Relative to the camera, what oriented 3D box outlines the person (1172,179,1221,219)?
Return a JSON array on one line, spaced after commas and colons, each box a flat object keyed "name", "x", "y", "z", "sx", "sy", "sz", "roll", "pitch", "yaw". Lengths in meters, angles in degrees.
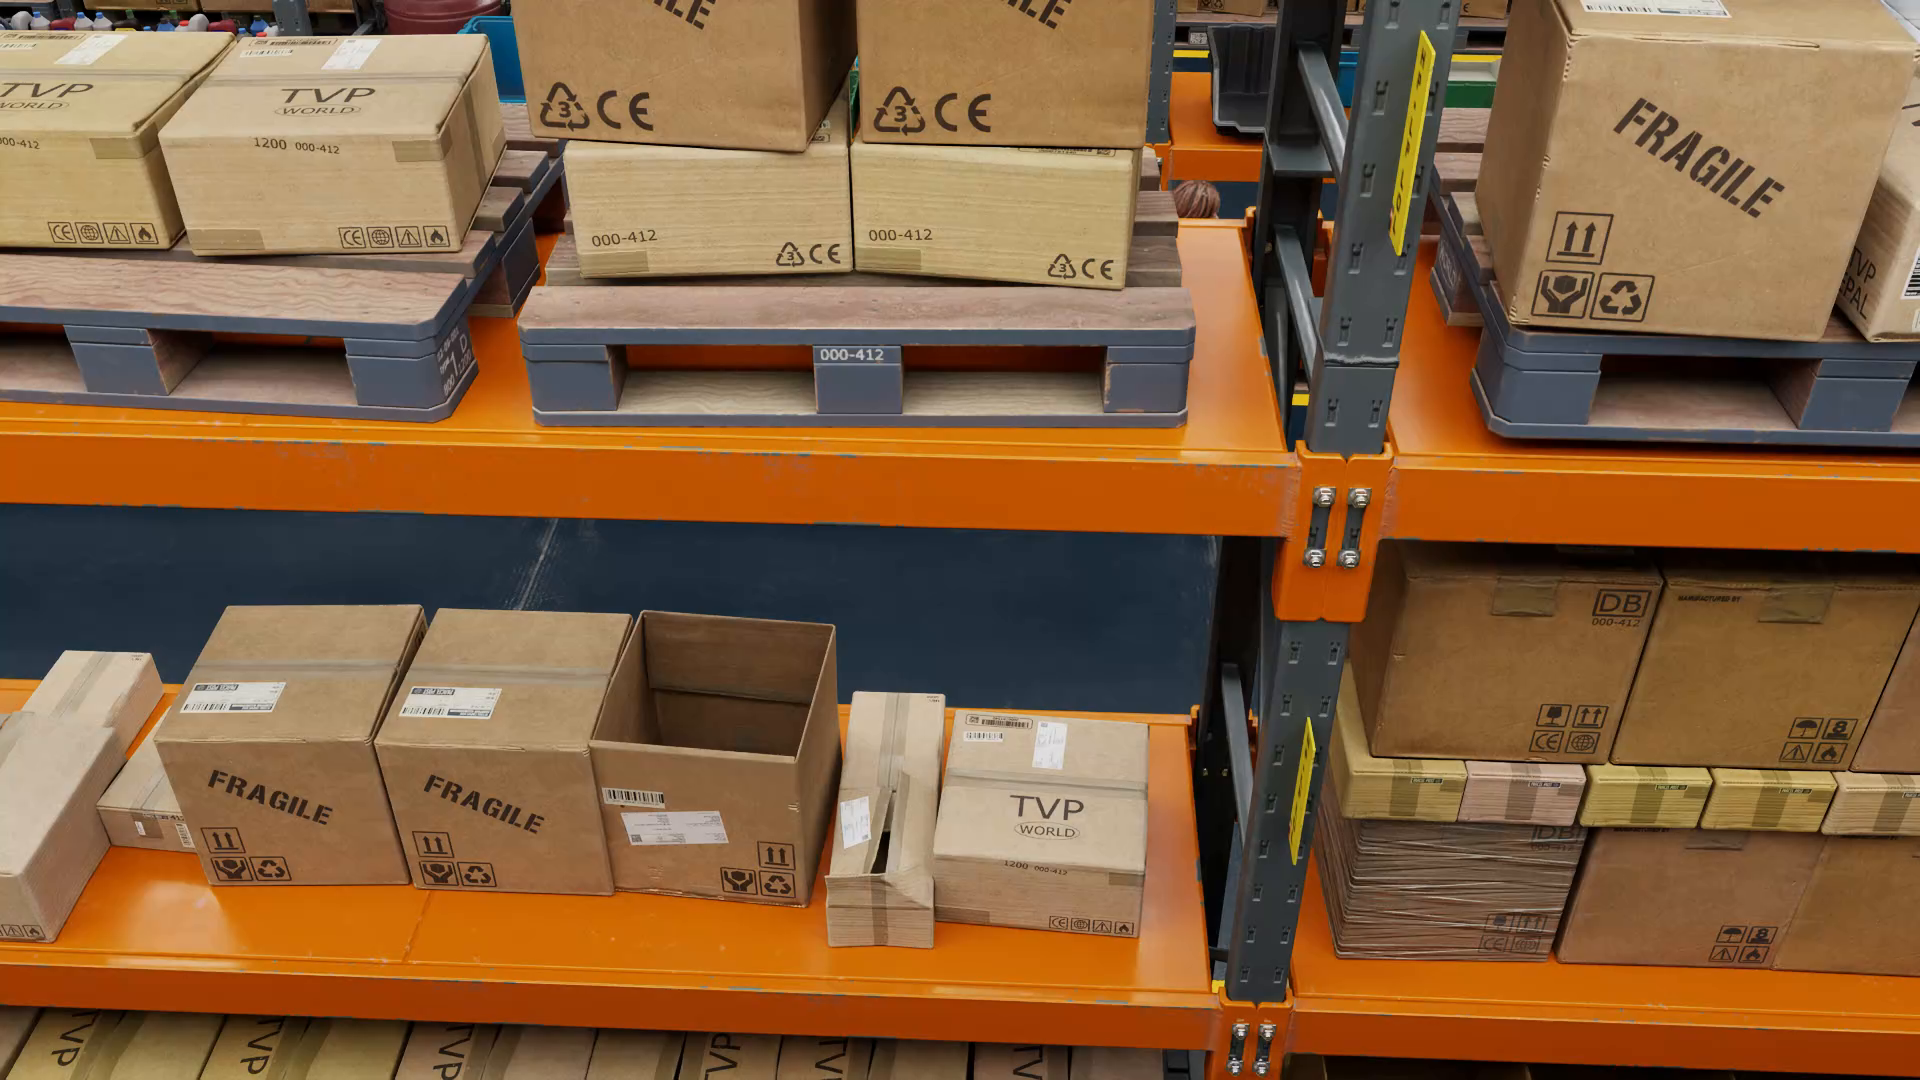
[{"name": "person", "x": 0.905, "y": -0.823, "z": 7.283, "sx": 0.347, "sy": 1.592, "sz": 0.465, "roll": 1, "pitch": 36, "yaw": 2}]
